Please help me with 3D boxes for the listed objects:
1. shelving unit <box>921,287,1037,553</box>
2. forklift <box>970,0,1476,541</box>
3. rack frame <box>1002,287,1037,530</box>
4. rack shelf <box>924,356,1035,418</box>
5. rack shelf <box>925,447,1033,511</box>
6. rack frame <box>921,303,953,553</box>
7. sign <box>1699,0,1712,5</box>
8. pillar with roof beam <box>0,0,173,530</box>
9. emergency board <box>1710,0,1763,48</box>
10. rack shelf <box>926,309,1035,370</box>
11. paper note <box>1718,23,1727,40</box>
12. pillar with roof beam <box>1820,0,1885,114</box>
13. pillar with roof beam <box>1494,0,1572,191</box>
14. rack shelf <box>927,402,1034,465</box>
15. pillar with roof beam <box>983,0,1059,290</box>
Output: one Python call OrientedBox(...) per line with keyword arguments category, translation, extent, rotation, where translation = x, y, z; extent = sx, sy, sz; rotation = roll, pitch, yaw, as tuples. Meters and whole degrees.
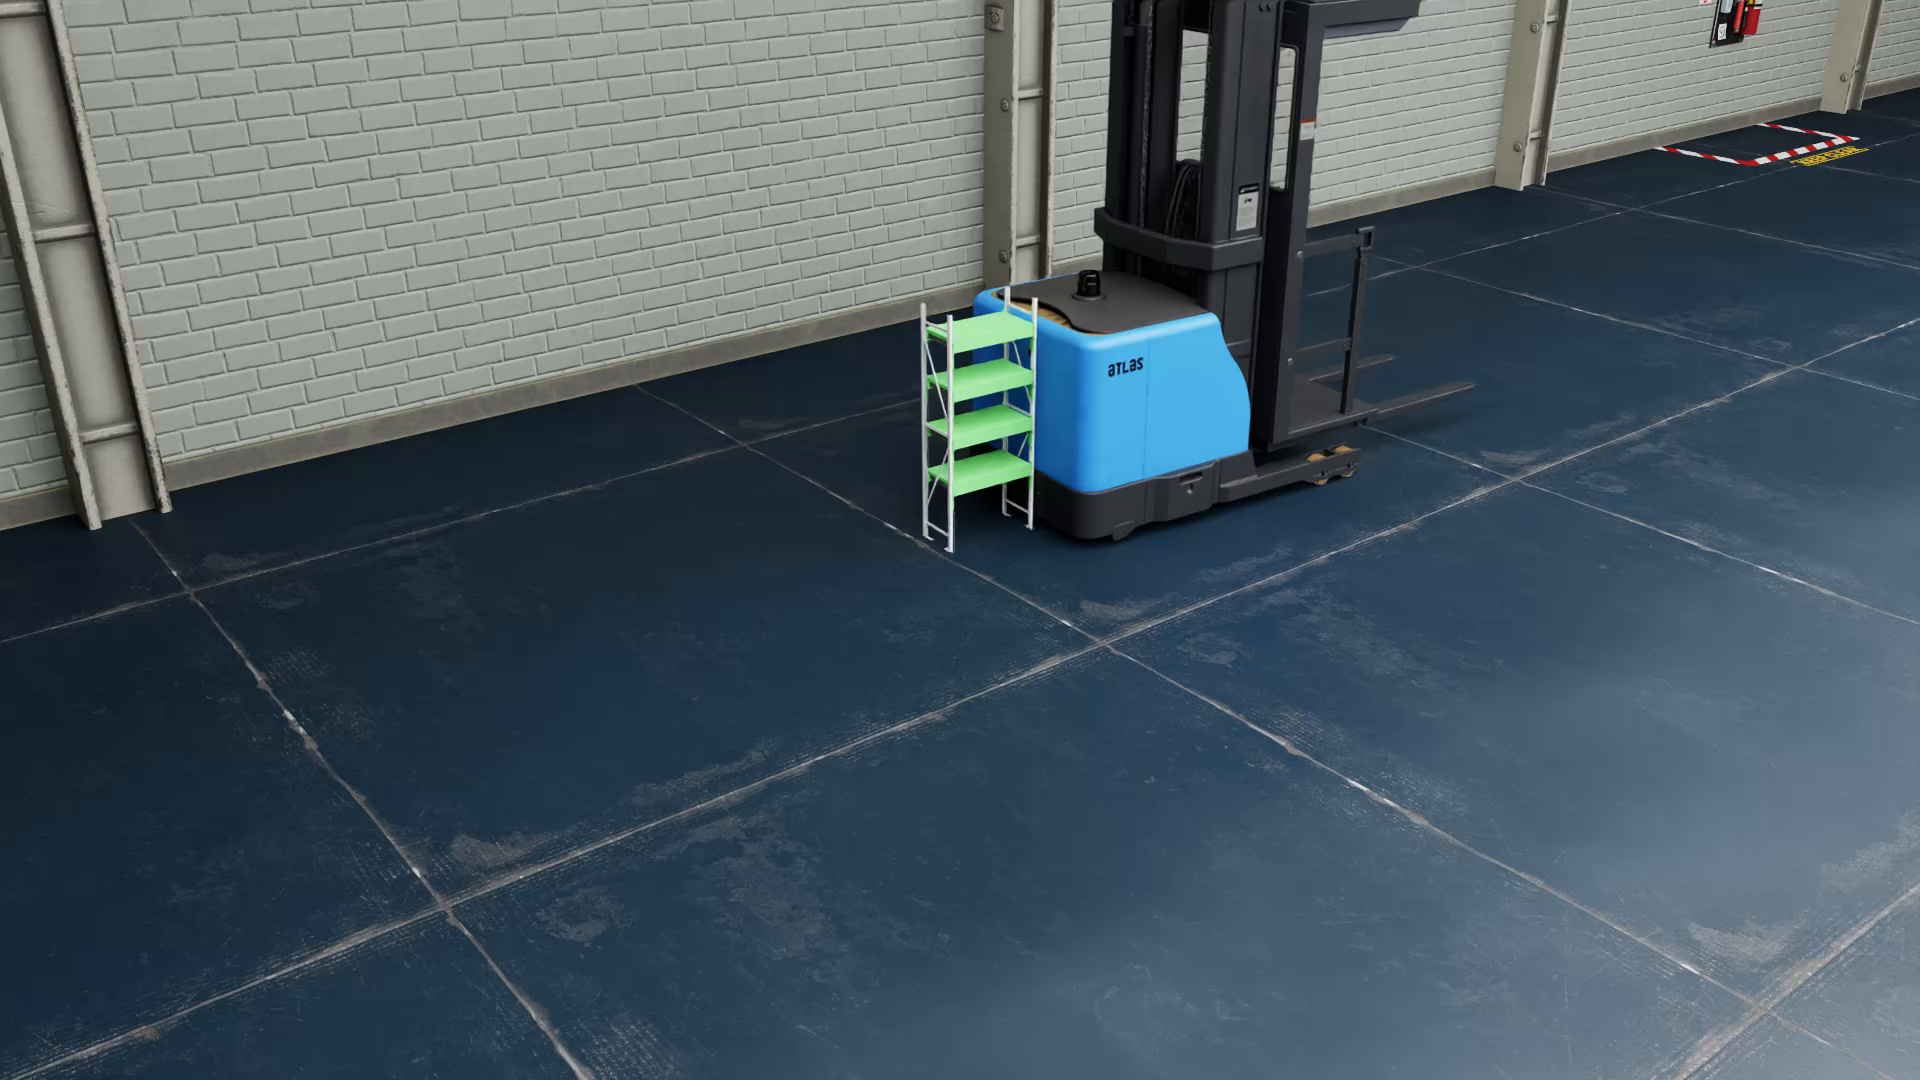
OrientedBox(category="shelving unit", translation=(0.091, -0.580, 8.075), extent=(0.503, 1.200, 0.258), rotation=(-16, 30, -31))
OrientedBox(category="forklift", translation=(1.560, -1.790, 8.626), extent=(3.031, 2.935, 1.130), rotation=(-16, 29, -30))
OrientedBox(category="rack frame", translation=(0.291, -0.639, 8.202), extent=(0.015, 1.200, 0.240), rotation=(-16, 30, -31))
OrientedBox(category="rack shelf", translation=(0.091, -0.740, 8.001), extent=(0.480, 0.148, 0.258), rotation=(-16, 30, -31))
OrientedBox(category="rack shelf", translation=(0.091, -0.305, 8.203), extent=(0.480, 0.148, 0.258), rotation=(-16, 30, -31))
OrientedBox(category="rack frame", translation=(-0.109, -0.522, 7.948), extent=(0.015, 1.200, 0.240), rotation=(-16, 30, -31))
OrientedBox(category="sign", translation=(7.386, -5.465, 16.420), extent=(0.234, 0.329, 0.001), rotation=(-18, 31, -34))
OrientedBox(category="pillar with roof beam", translation=(-1.655, -2.807, 3.609), extent=(0.400, 9.000, 9.100), rotation=(-18, 31, -34))
OrientedBox(category="emergency board", translation=(7.885, -5.558, 16.663), extent=(0.643, 1.169, 0.194), rotation=(-18, 31, -34))
OrientedBox(category="rack shelf", translation=(0.091, -0.958, 7.900), extent=(0.480, 0.148, 0.258), rotation=(-16, 30, -31))
OrientedBox(category="paper note", translation=(7.703, -5.136, 16.799), extent=(0.142, 0.148, 0.016), rotation=(-18, 31, -34))
OrientedBox(category="pillar with roof beam", translation=(12.510, -7.483, 13.683), extent=(0.400, 9.000, 9.100), rotation=(-18, 31, -34))
OrientedBox(category="pillar with roof beam", translation=(7.788, -5.924, 10.325), extent=(0.400, 9.000, 9.100), rotation=(-18, 31, -34))
OrientedBox(category="rack shelf", translation=(0.091, -0.522, 8.102), extent=(0.480, 0.148, 0.258), rotation=(-16, 30, -31))
OrientedBox(category="pillar with roof beam", translation=(3.067, -4.366, 6.967), extent=(0.400, 9.000, 9.100), rotation=(-18, 31, -34))
